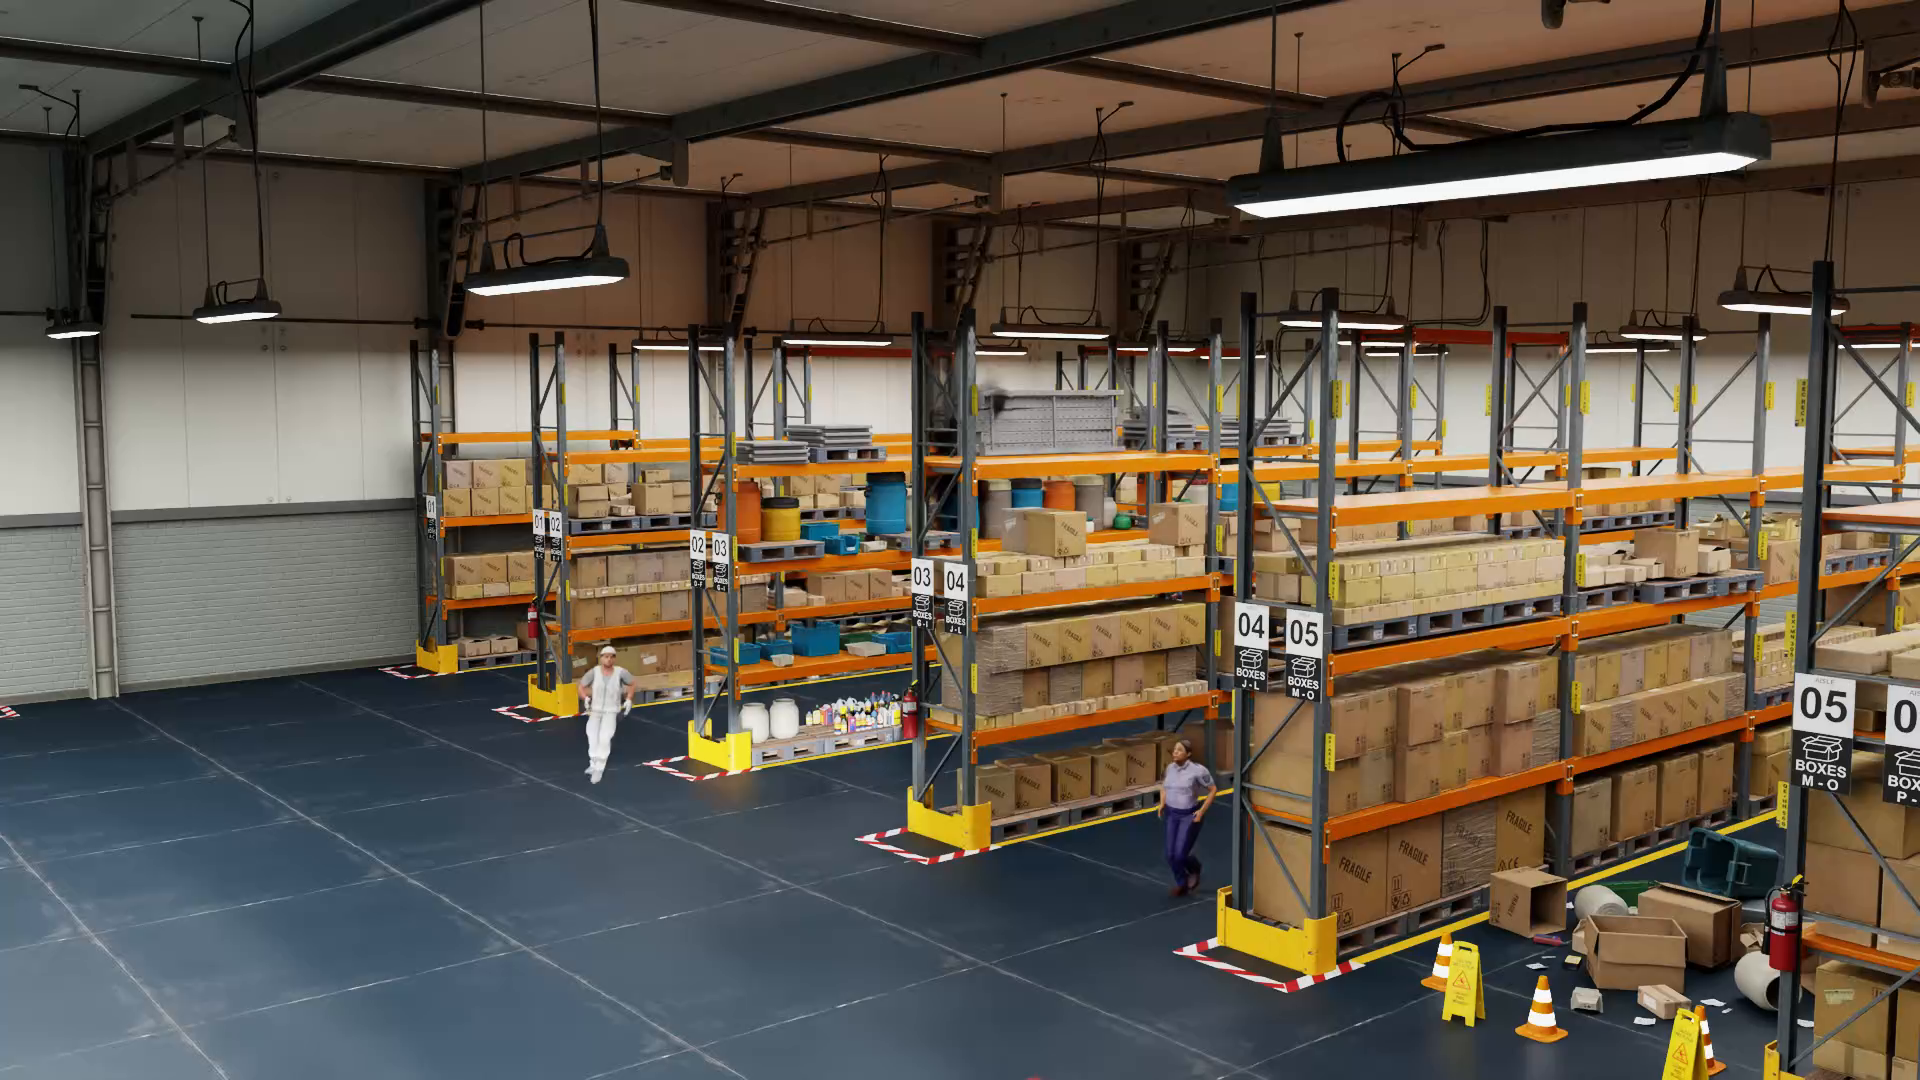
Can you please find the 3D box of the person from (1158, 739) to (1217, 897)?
[{"bbox_3d":[2.244,2.818,16.792,0.596,1.610,0.507,5,7,41],"label":"person"}]

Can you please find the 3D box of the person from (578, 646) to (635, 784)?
[{"bbox_3d":[-4.654,2.276,21.826,0.711,1.776,0.675,0,5,0],"label":"person"}]

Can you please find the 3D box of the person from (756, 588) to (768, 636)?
[{"bbox_3d":[-3.758,1.412,31.267,0.576,1.678,0.892,5,7,41],"label":"person"}]
